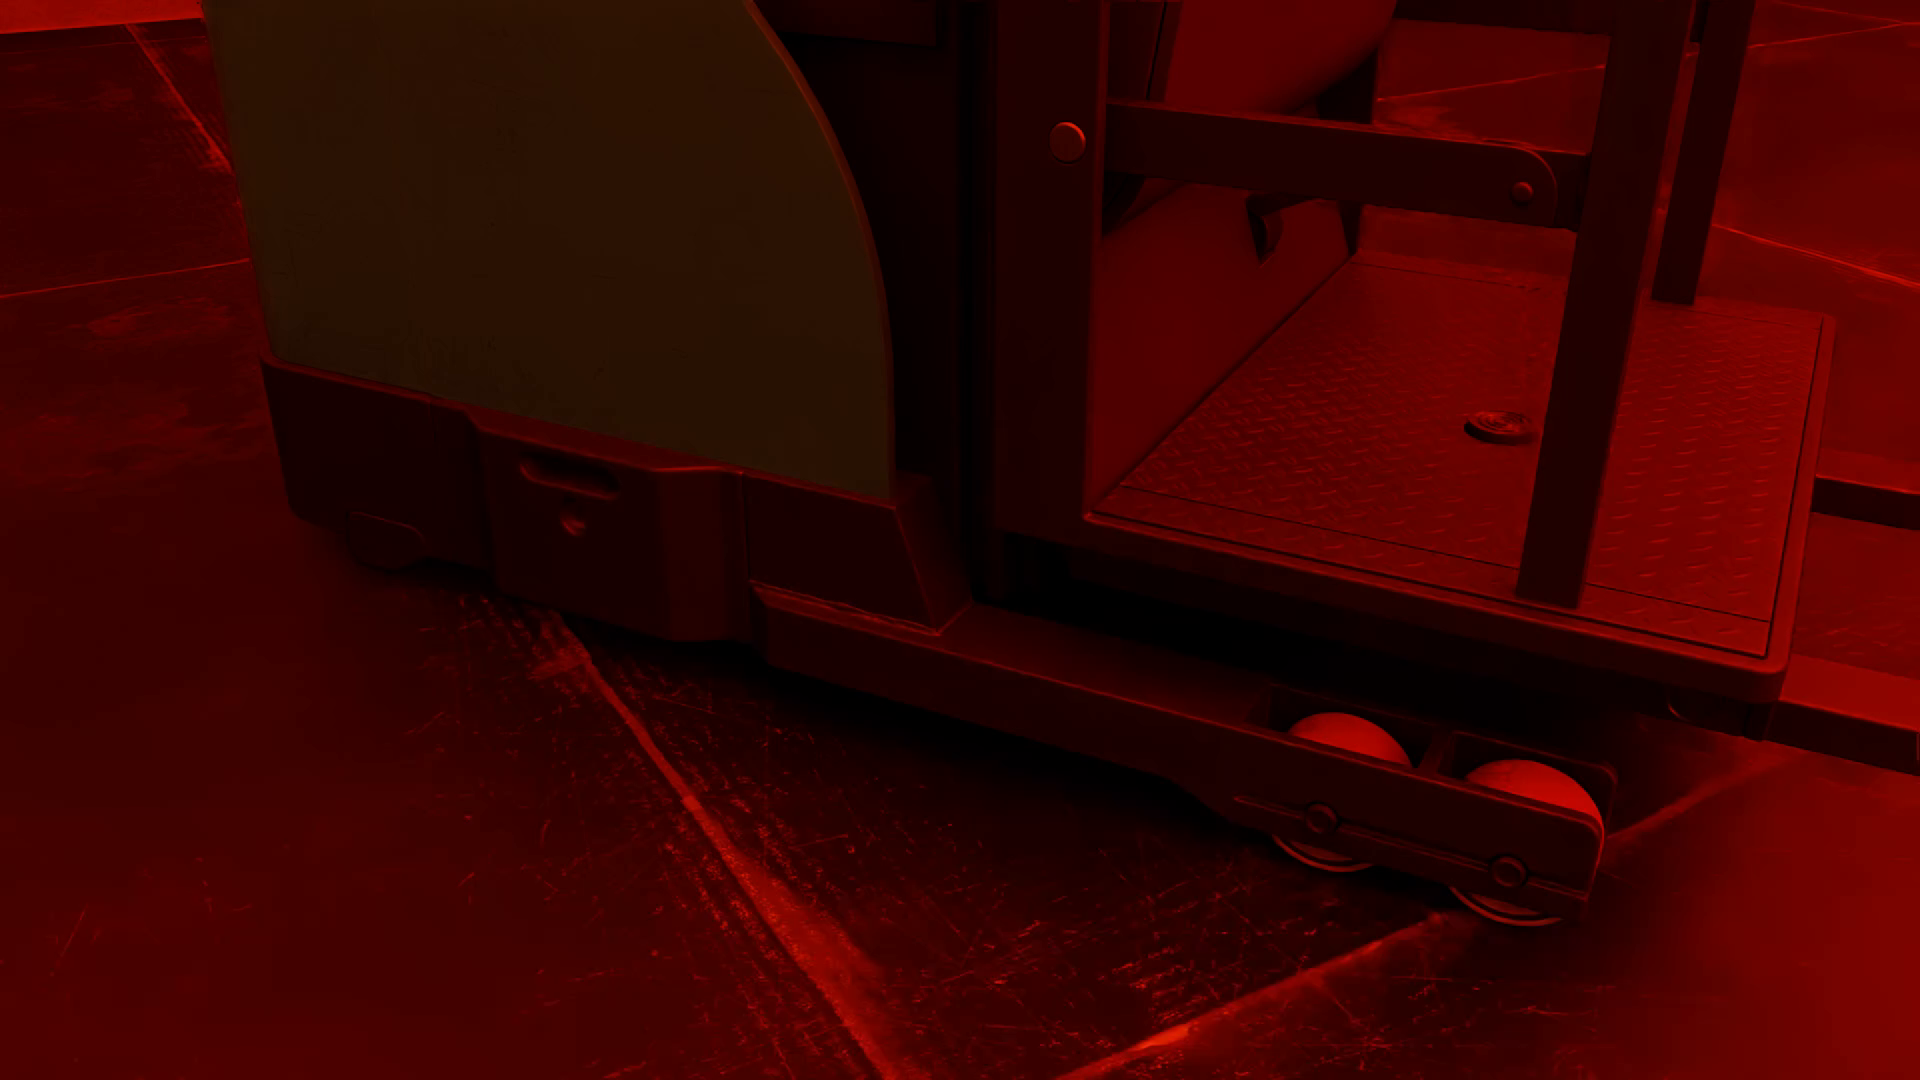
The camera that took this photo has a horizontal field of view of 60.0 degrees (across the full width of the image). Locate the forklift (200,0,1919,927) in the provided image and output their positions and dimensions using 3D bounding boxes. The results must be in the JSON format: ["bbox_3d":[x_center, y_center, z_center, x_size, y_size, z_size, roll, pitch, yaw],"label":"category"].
[{"bbox_3d":[0.557,-1.185,1.596,3.031,2.935,1.130,13,30,24],"label":"forklift"}]
